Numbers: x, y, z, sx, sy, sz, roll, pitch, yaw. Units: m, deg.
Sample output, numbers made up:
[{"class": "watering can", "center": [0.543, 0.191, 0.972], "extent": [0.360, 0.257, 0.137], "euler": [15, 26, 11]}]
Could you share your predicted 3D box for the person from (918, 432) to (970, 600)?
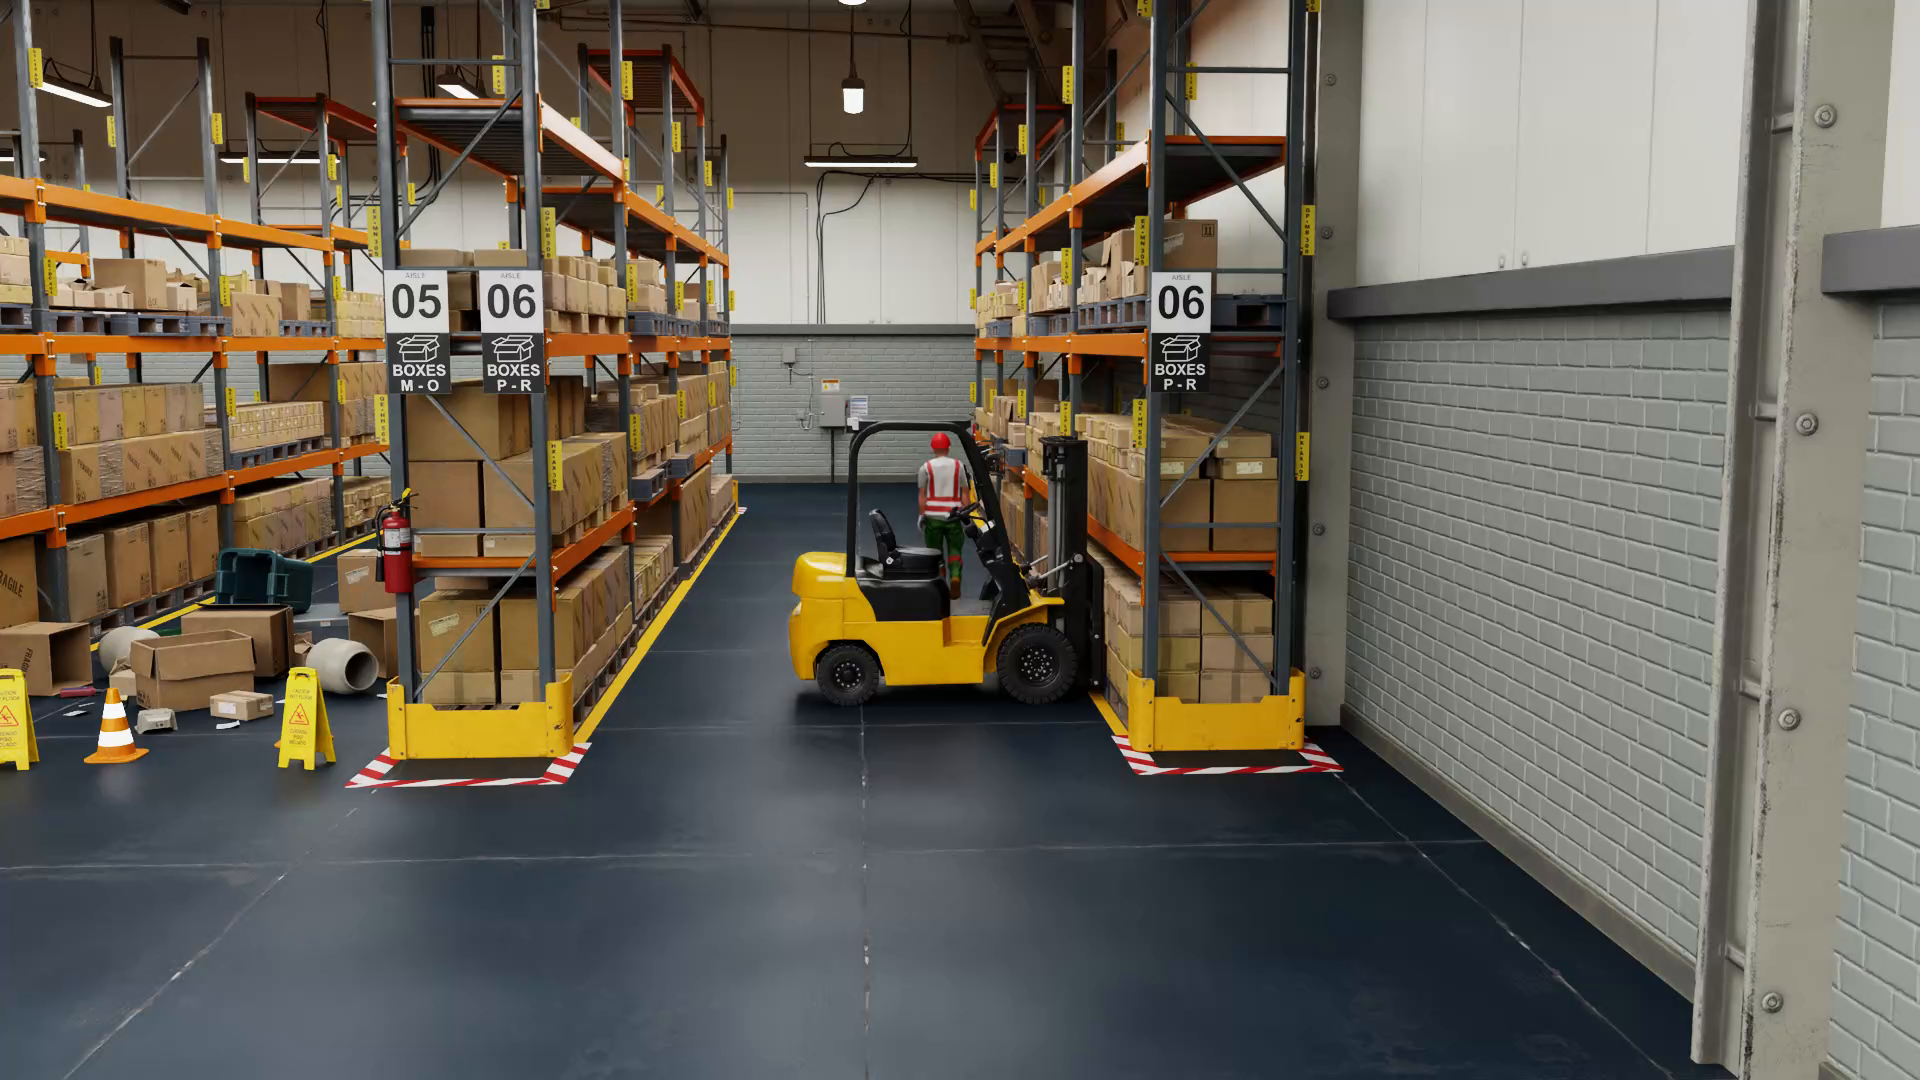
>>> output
[{"class": "person", "center": [-0.161, -0.230, 17.360], "extent": [0.545, 1.782, 0.559], "euler": [-1, 7, -9]}]
